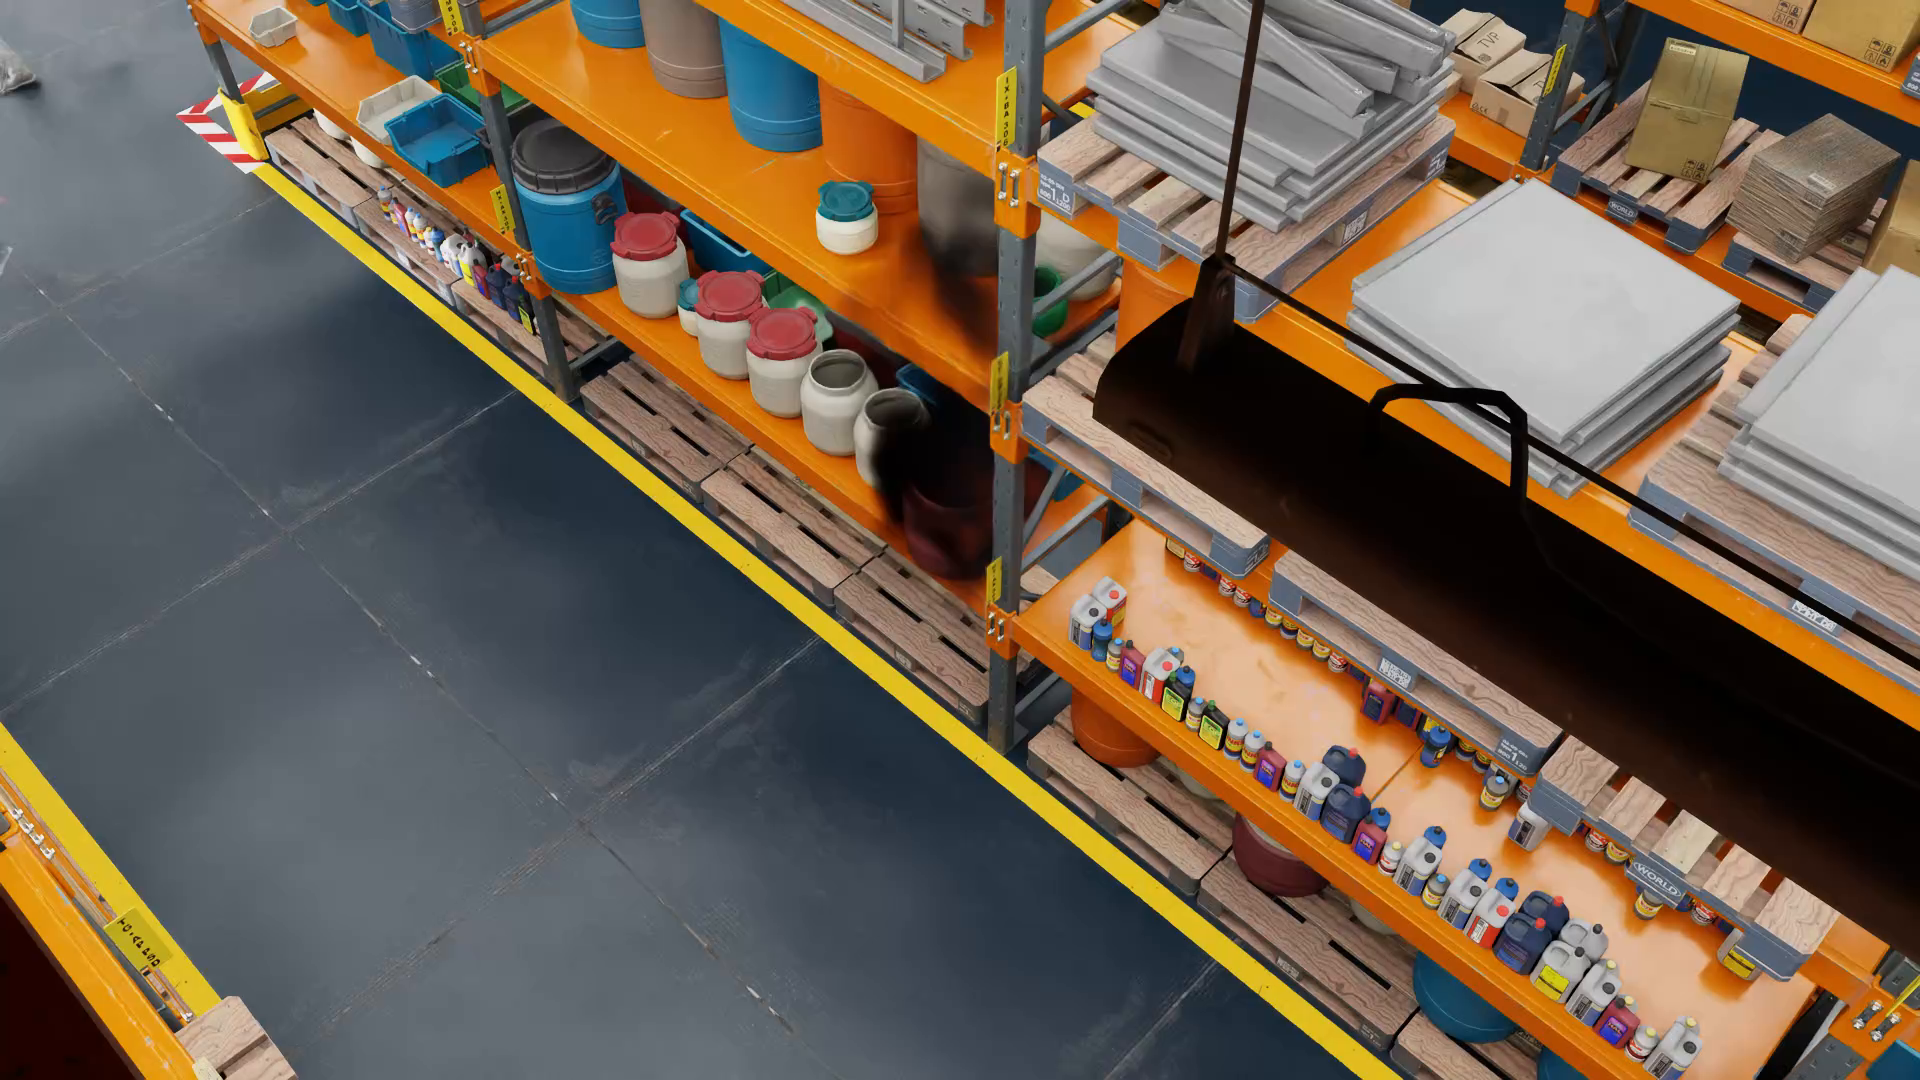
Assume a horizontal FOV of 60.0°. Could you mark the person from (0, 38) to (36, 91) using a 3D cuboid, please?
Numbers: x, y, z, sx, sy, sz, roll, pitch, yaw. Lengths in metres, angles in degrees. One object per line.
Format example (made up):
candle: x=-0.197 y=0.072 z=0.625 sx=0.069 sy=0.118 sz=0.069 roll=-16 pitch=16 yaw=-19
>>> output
person: x=-7.780 y=-4.216 z=12.861 sx=0.593 sy=1.632 sz=0.612 roll=-7 pitch=50 yaw=-6
